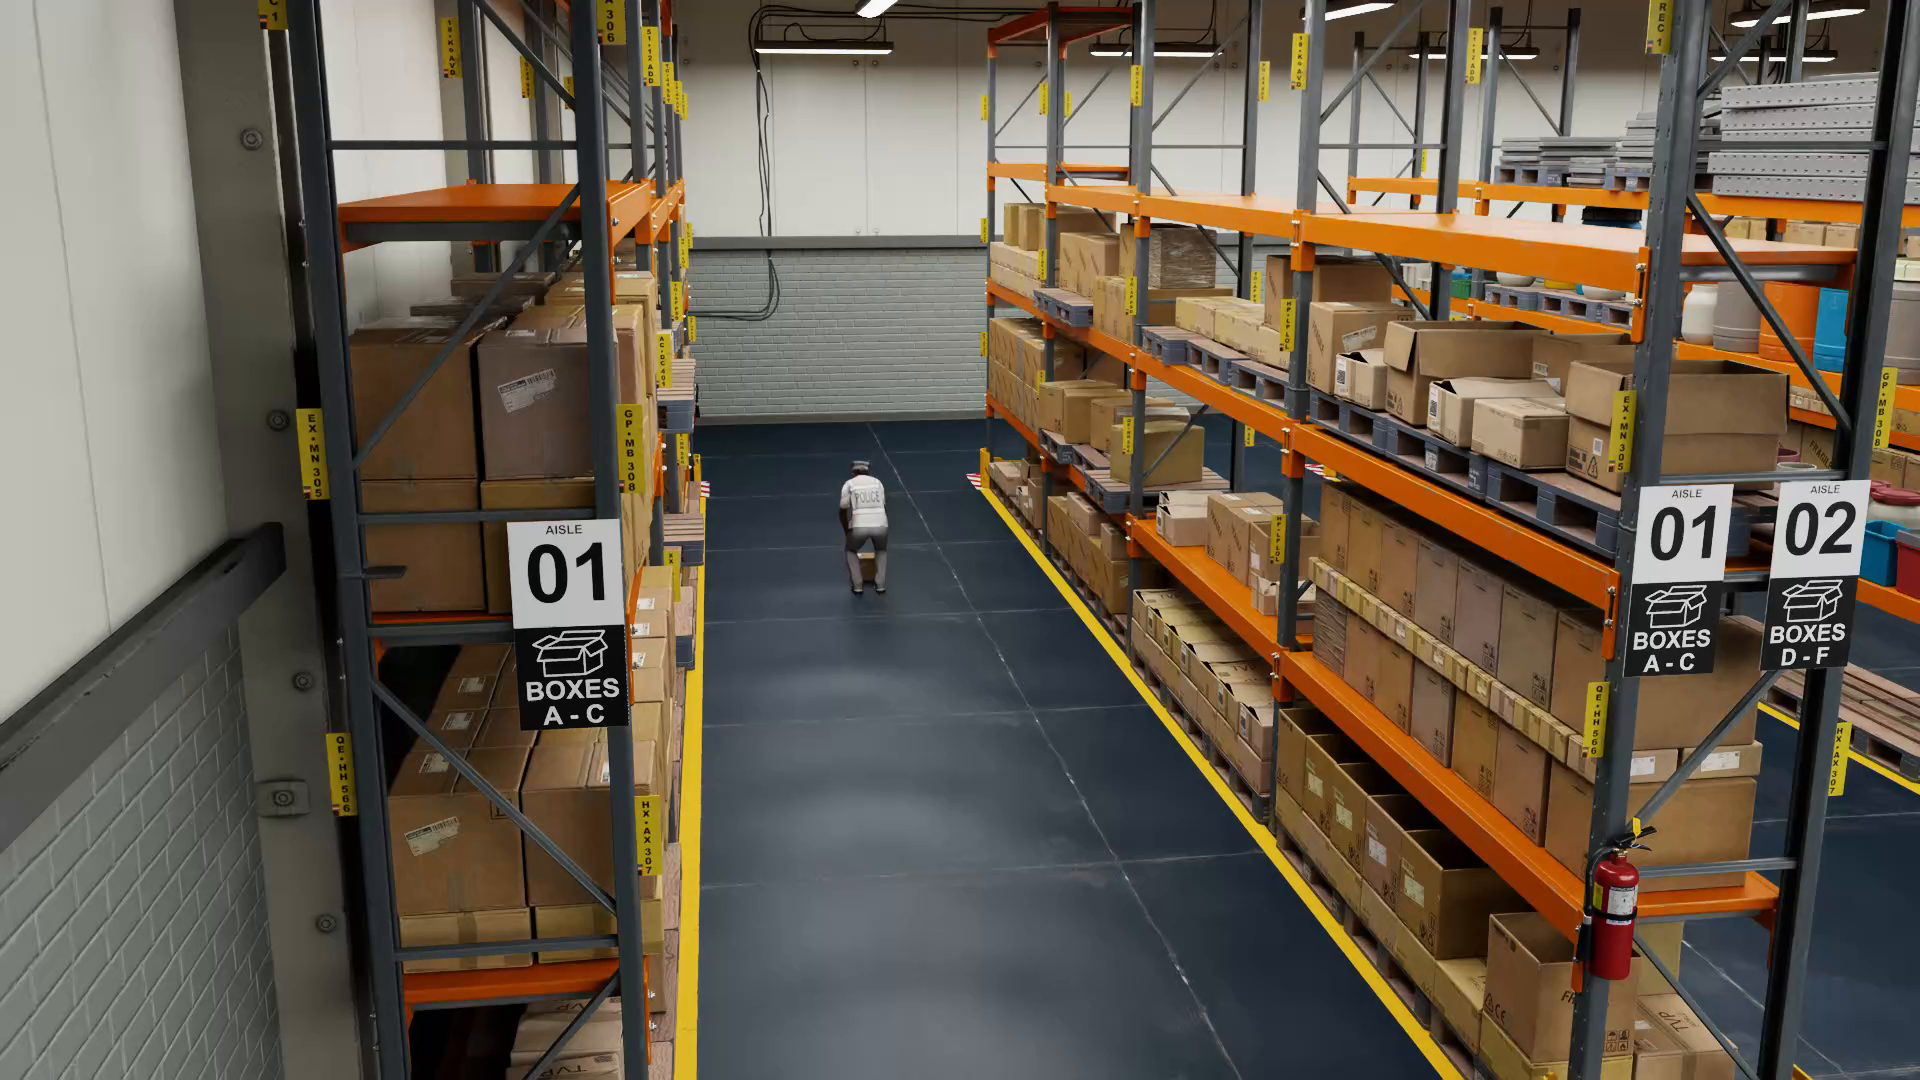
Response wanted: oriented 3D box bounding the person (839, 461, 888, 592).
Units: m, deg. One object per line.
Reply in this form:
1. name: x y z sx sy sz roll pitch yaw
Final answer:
1. person: -1.005 -0.135 17.303 0.496 1.331 0.741 -2 13 -8
